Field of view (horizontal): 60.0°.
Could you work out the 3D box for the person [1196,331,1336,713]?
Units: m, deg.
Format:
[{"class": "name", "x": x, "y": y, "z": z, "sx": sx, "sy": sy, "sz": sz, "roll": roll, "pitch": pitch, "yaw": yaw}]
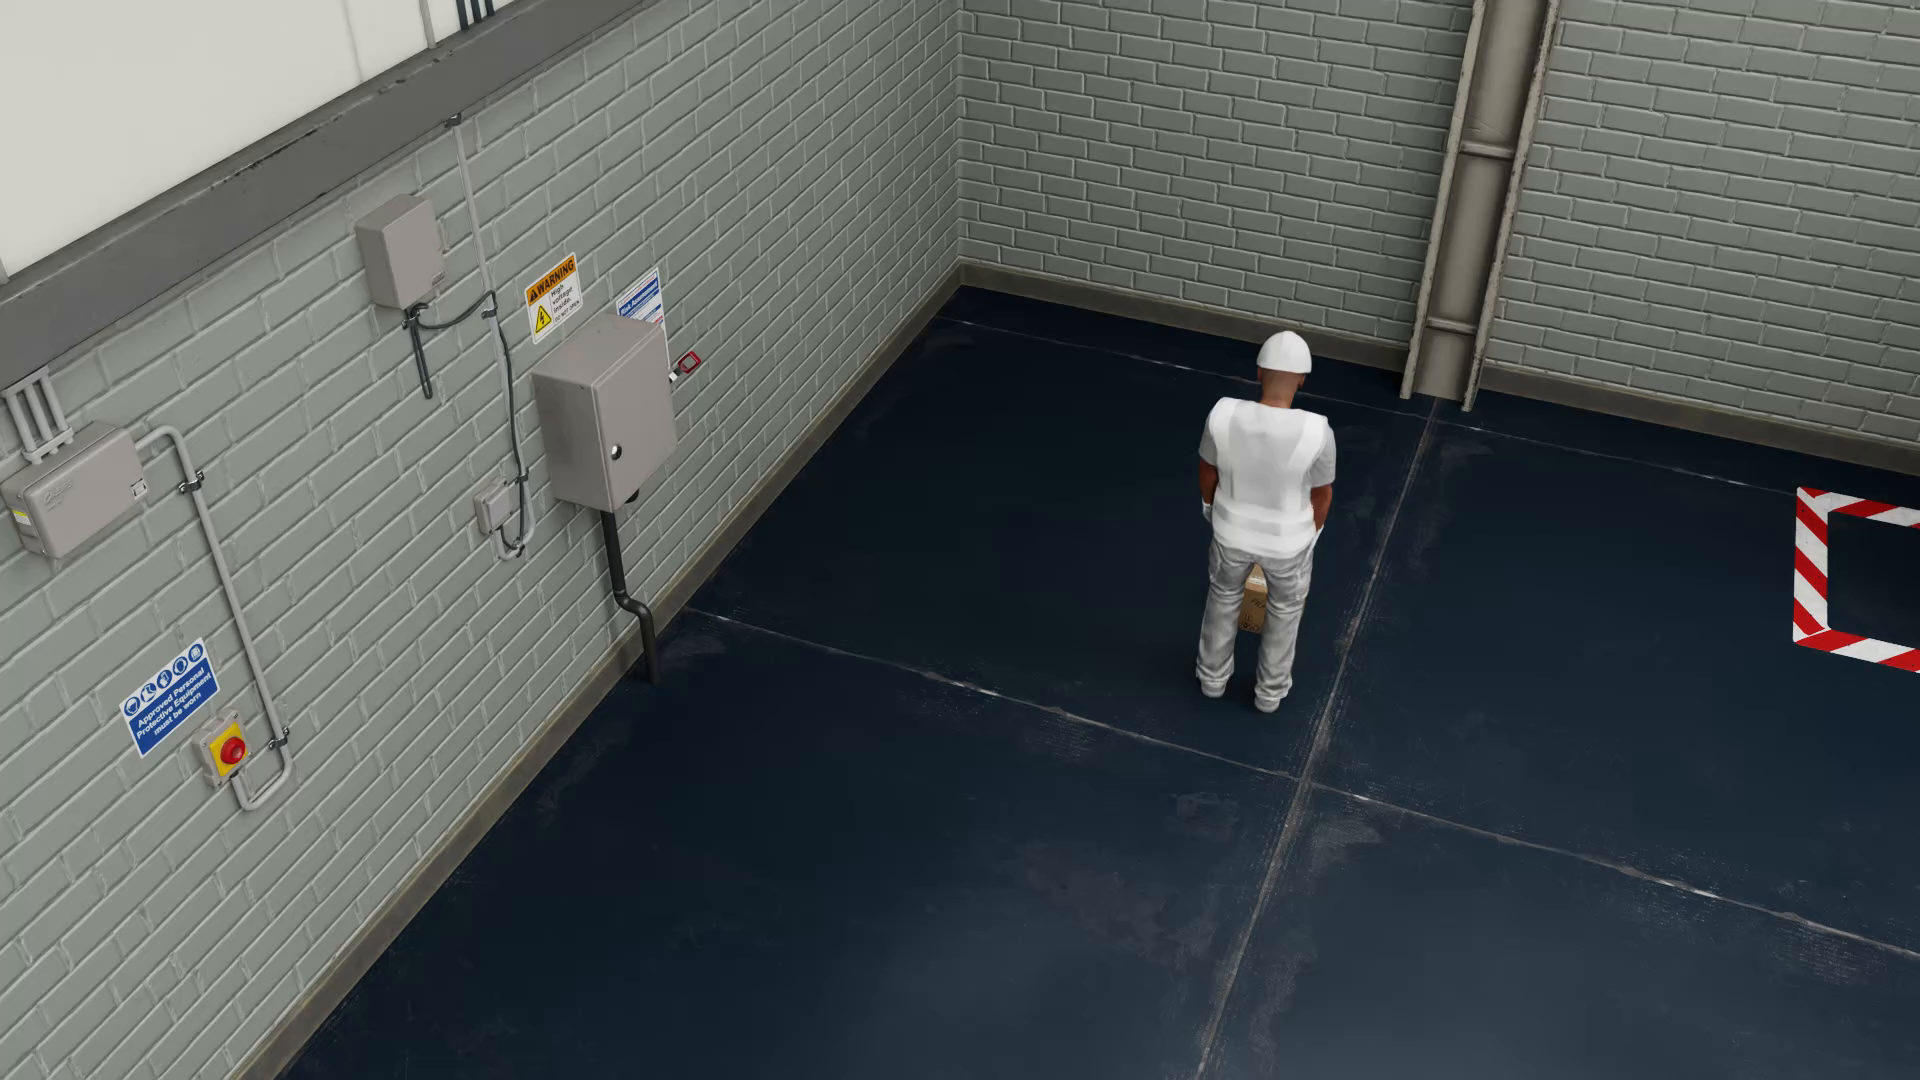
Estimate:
[{"class": "person", "x": 1.242, "y": -0.059, "z": 6.902, "sx": 0.559, "sy": 1.759, "sz": 0.401, "roll": 15, "pitch": 40, "yaw": 19}]
